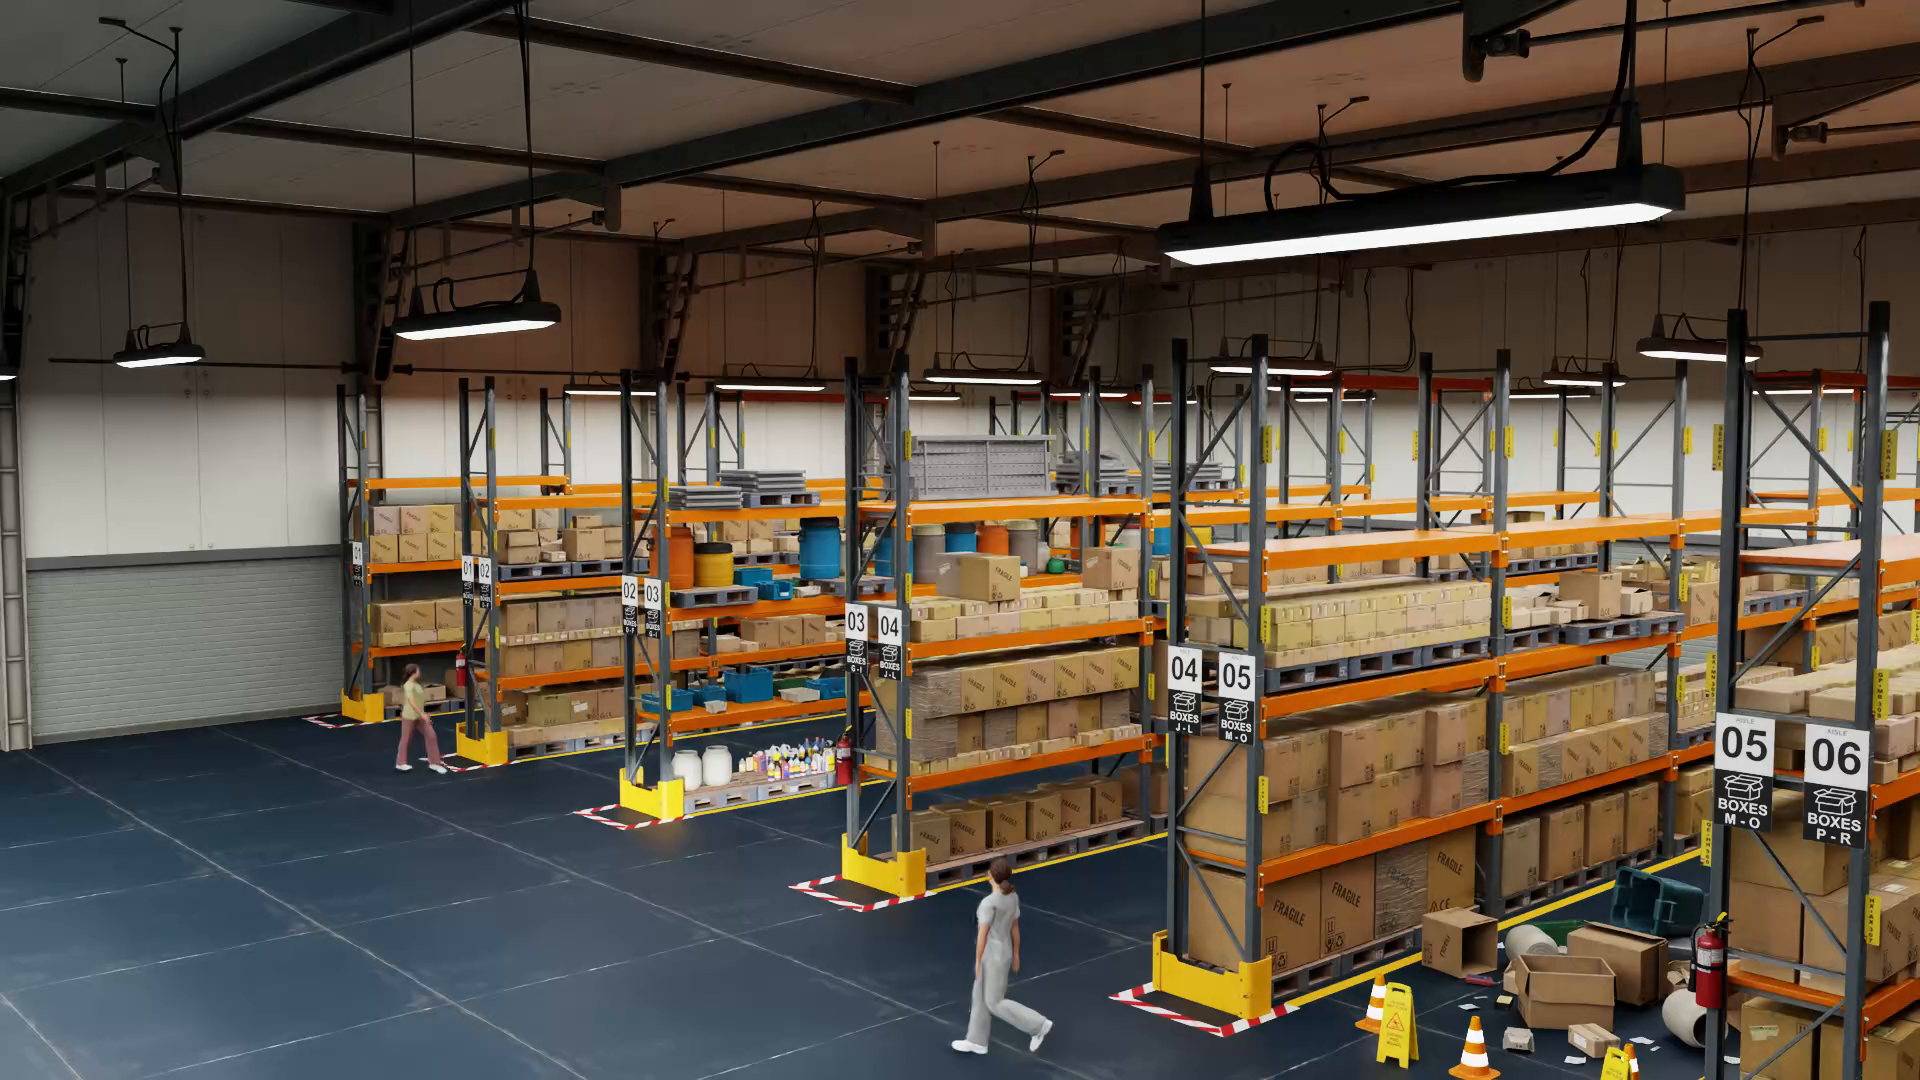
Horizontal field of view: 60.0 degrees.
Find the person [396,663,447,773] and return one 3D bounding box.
[{"bbox_3d":[-8.185,2.685,25.042,0.839,1.658,0.431,2,4,24],"label":"person"}]

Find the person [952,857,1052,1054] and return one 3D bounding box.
[{"bbox_3d":[0.344,3.435,13.705,0.823,1.651,0.427,0,4,-1],"label":"person"}]
